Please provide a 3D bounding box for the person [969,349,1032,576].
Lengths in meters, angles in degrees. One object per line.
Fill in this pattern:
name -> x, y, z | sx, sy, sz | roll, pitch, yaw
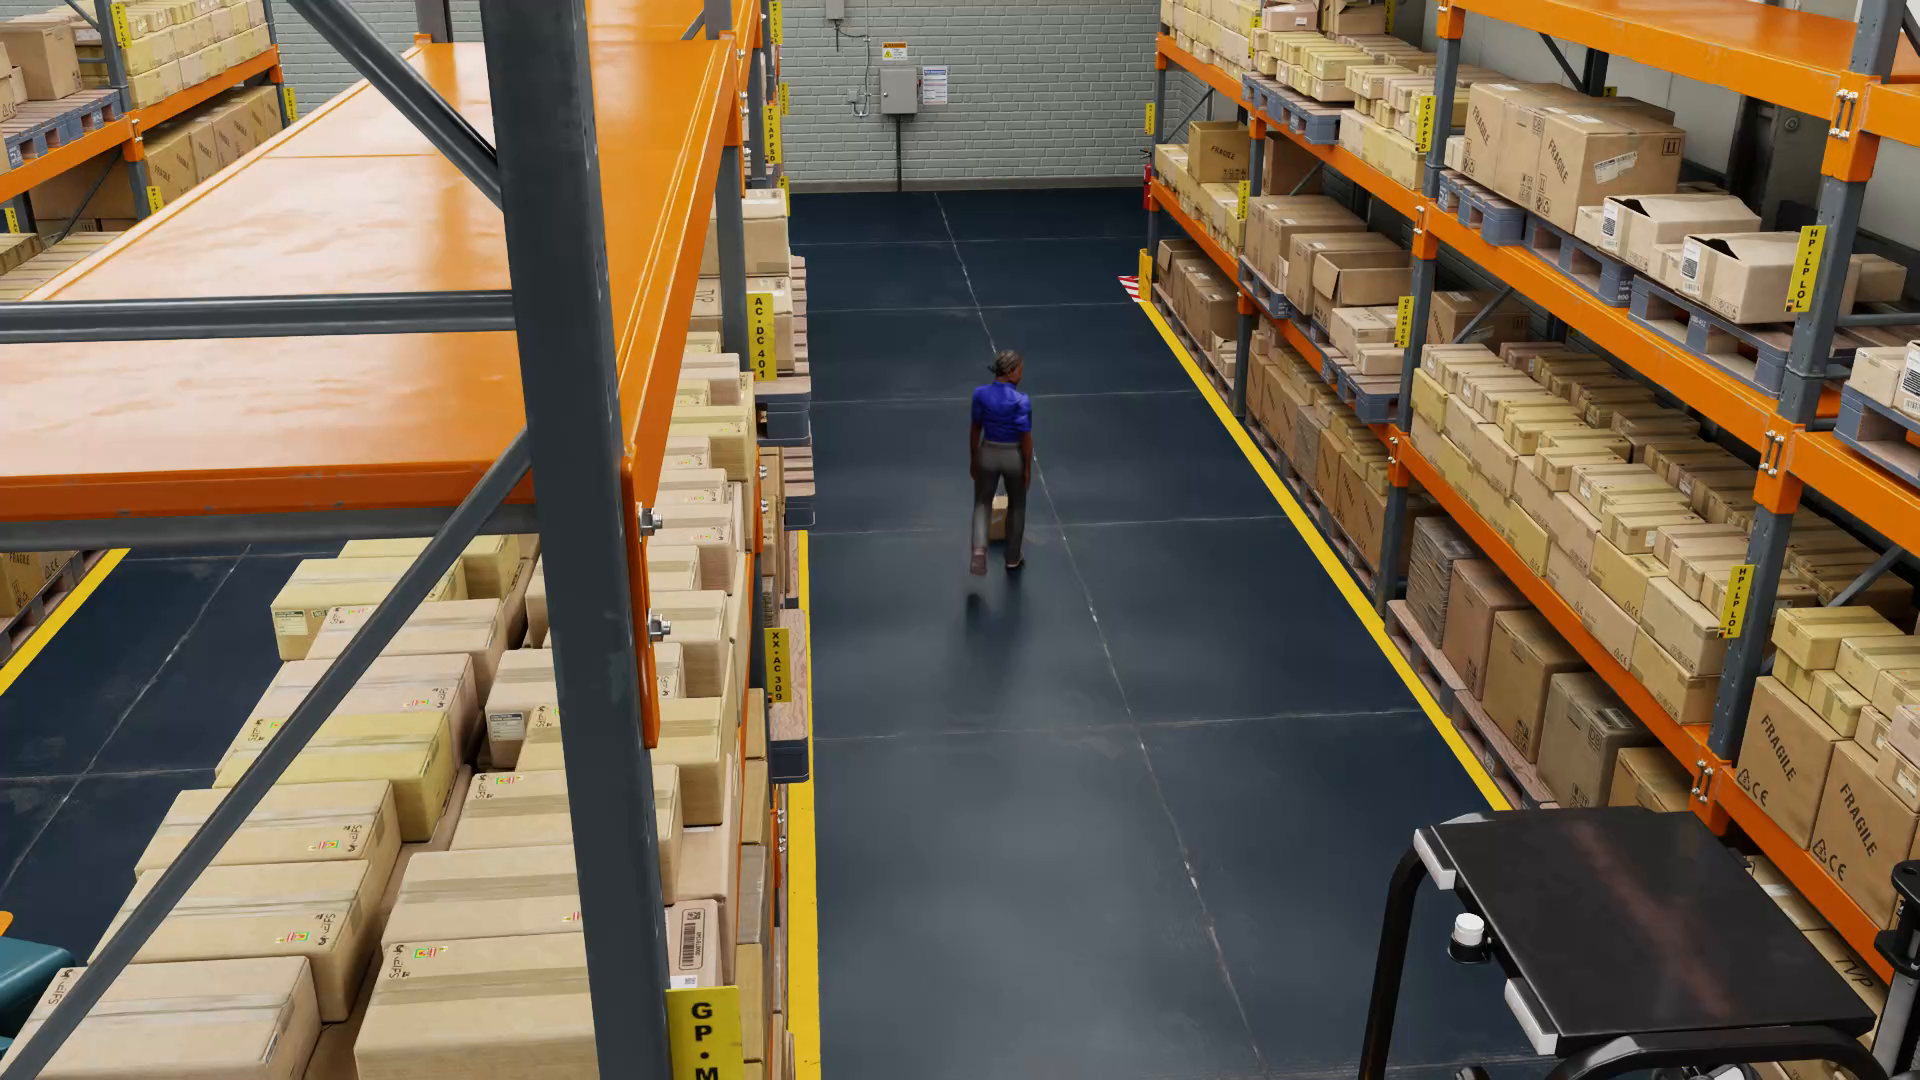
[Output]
person -> 0.277, -0.523, 11.466 | 0.467, 1.635, 0.725 | 7, 25, 14
